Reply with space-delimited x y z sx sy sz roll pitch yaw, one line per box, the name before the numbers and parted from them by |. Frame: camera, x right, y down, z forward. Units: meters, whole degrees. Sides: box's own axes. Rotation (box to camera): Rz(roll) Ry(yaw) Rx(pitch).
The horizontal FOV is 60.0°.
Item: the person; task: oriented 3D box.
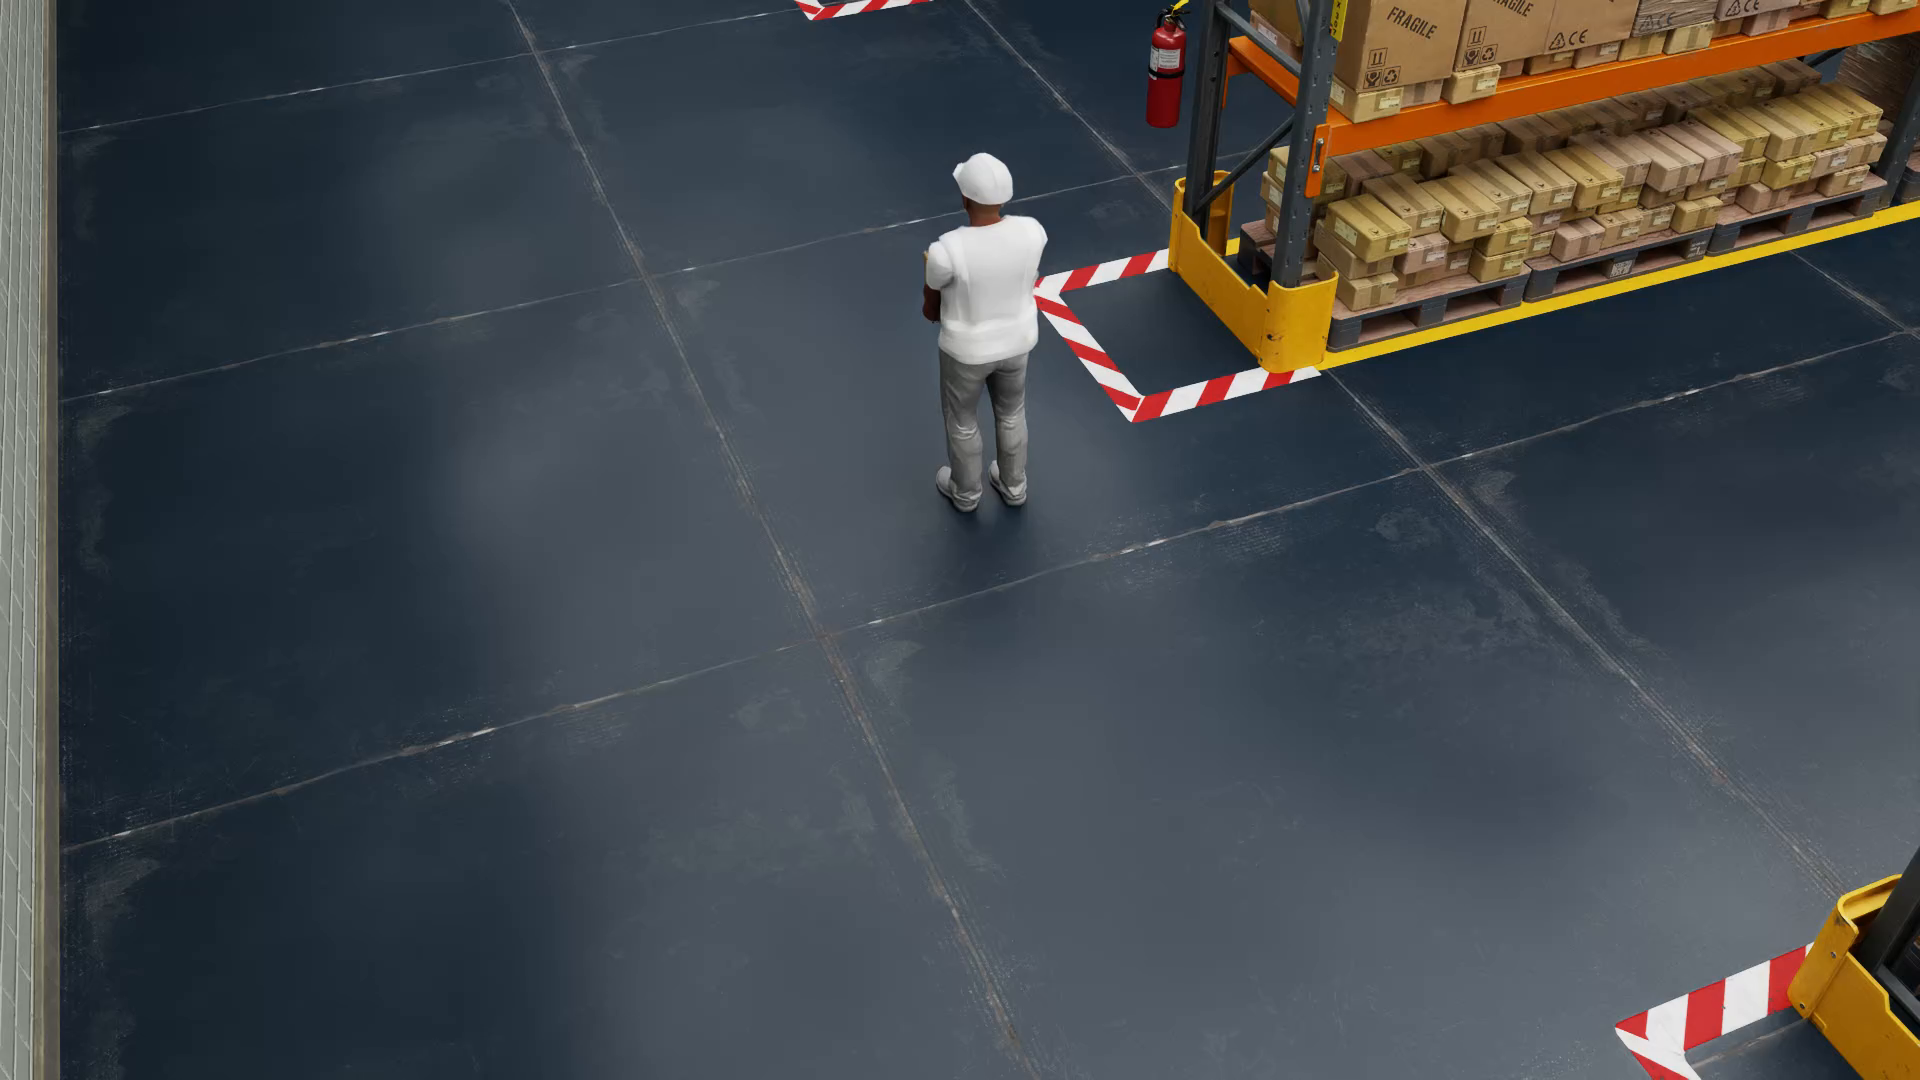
person | 0.061 -0.910 7.170 0.505 1.763 0.567 -16 44 -17
